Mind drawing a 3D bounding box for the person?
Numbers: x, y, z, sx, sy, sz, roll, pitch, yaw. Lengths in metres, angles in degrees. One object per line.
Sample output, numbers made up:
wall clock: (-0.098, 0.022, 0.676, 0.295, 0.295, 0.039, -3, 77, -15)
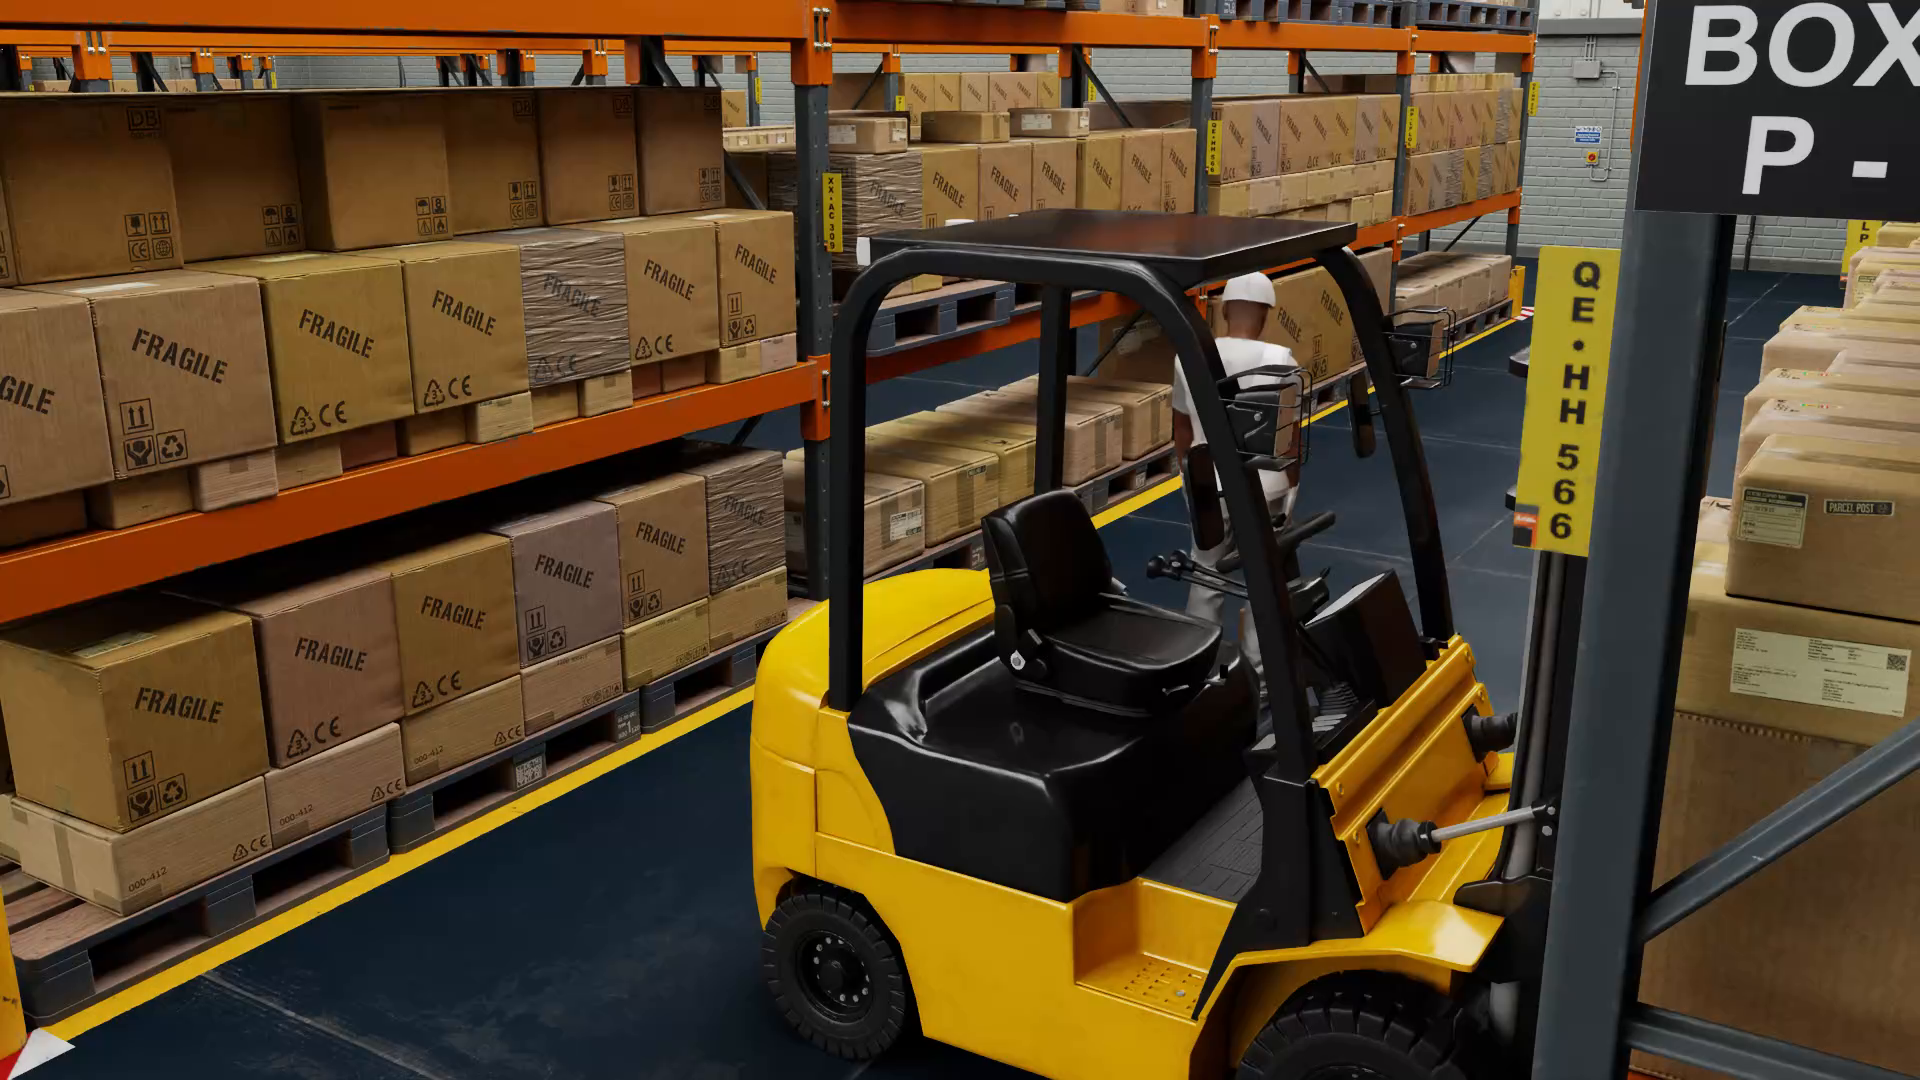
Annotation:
person: (1.118, -0.202, 6.721, 0.553, 1.769, 0.372, 10, 19, 31)
